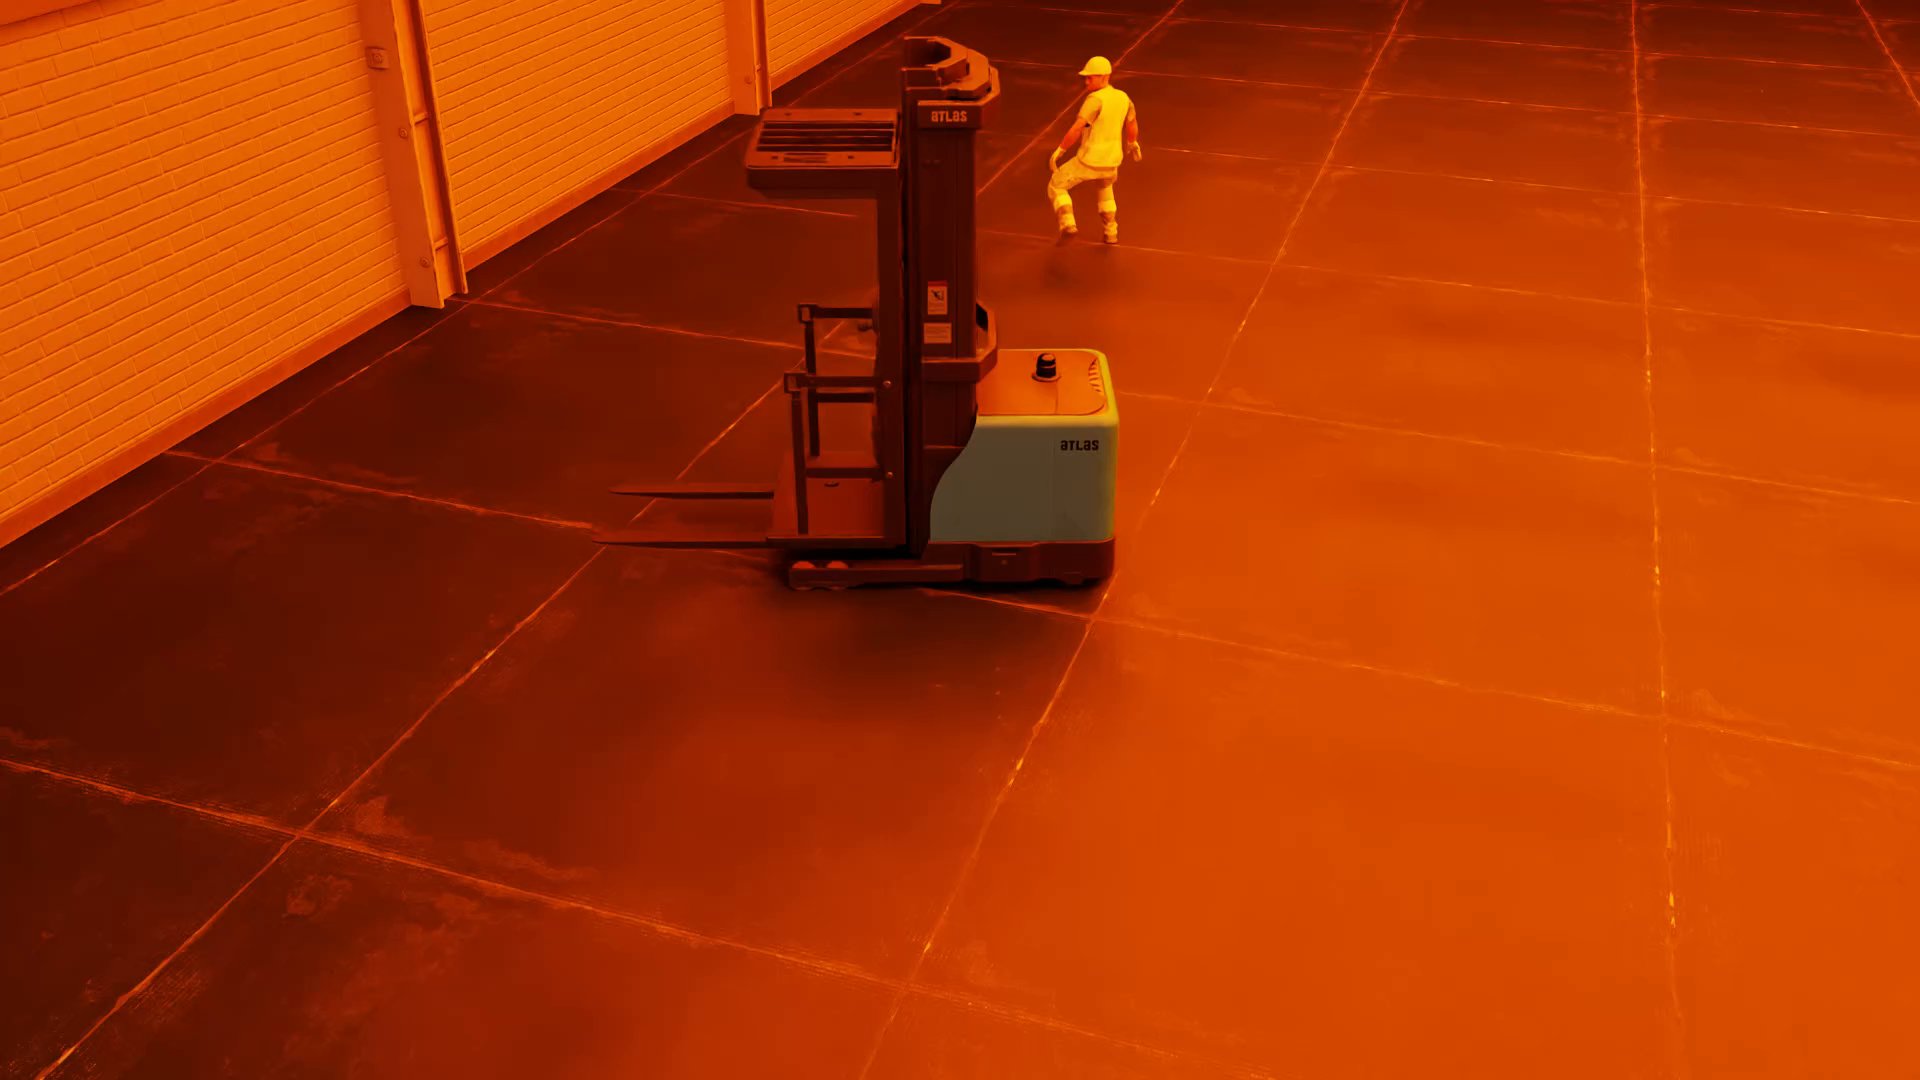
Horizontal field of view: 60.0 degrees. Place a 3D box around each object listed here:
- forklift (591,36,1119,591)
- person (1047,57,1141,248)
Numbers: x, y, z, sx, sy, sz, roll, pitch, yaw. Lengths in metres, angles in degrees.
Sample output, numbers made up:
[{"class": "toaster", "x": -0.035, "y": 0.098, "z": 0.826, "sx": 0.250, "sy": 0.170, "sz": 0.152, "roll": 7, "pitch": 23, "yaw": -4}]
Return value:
[{"class": "forklift", "x": -0.627, "y": -1.245, "z": 9.320, "sx": 3.031, "sy": 2.935, "sz": 1.130, "roll": 0, "pitch": 30, "yaw": 0}, {"class": "person", "x": 1.169, "y": -3.305, "z": 14.265, "sx": 1.060, "sy": 1.648, "sz": 0.510, "roll": -17, "pitch": 34, "yaw": -27}]
